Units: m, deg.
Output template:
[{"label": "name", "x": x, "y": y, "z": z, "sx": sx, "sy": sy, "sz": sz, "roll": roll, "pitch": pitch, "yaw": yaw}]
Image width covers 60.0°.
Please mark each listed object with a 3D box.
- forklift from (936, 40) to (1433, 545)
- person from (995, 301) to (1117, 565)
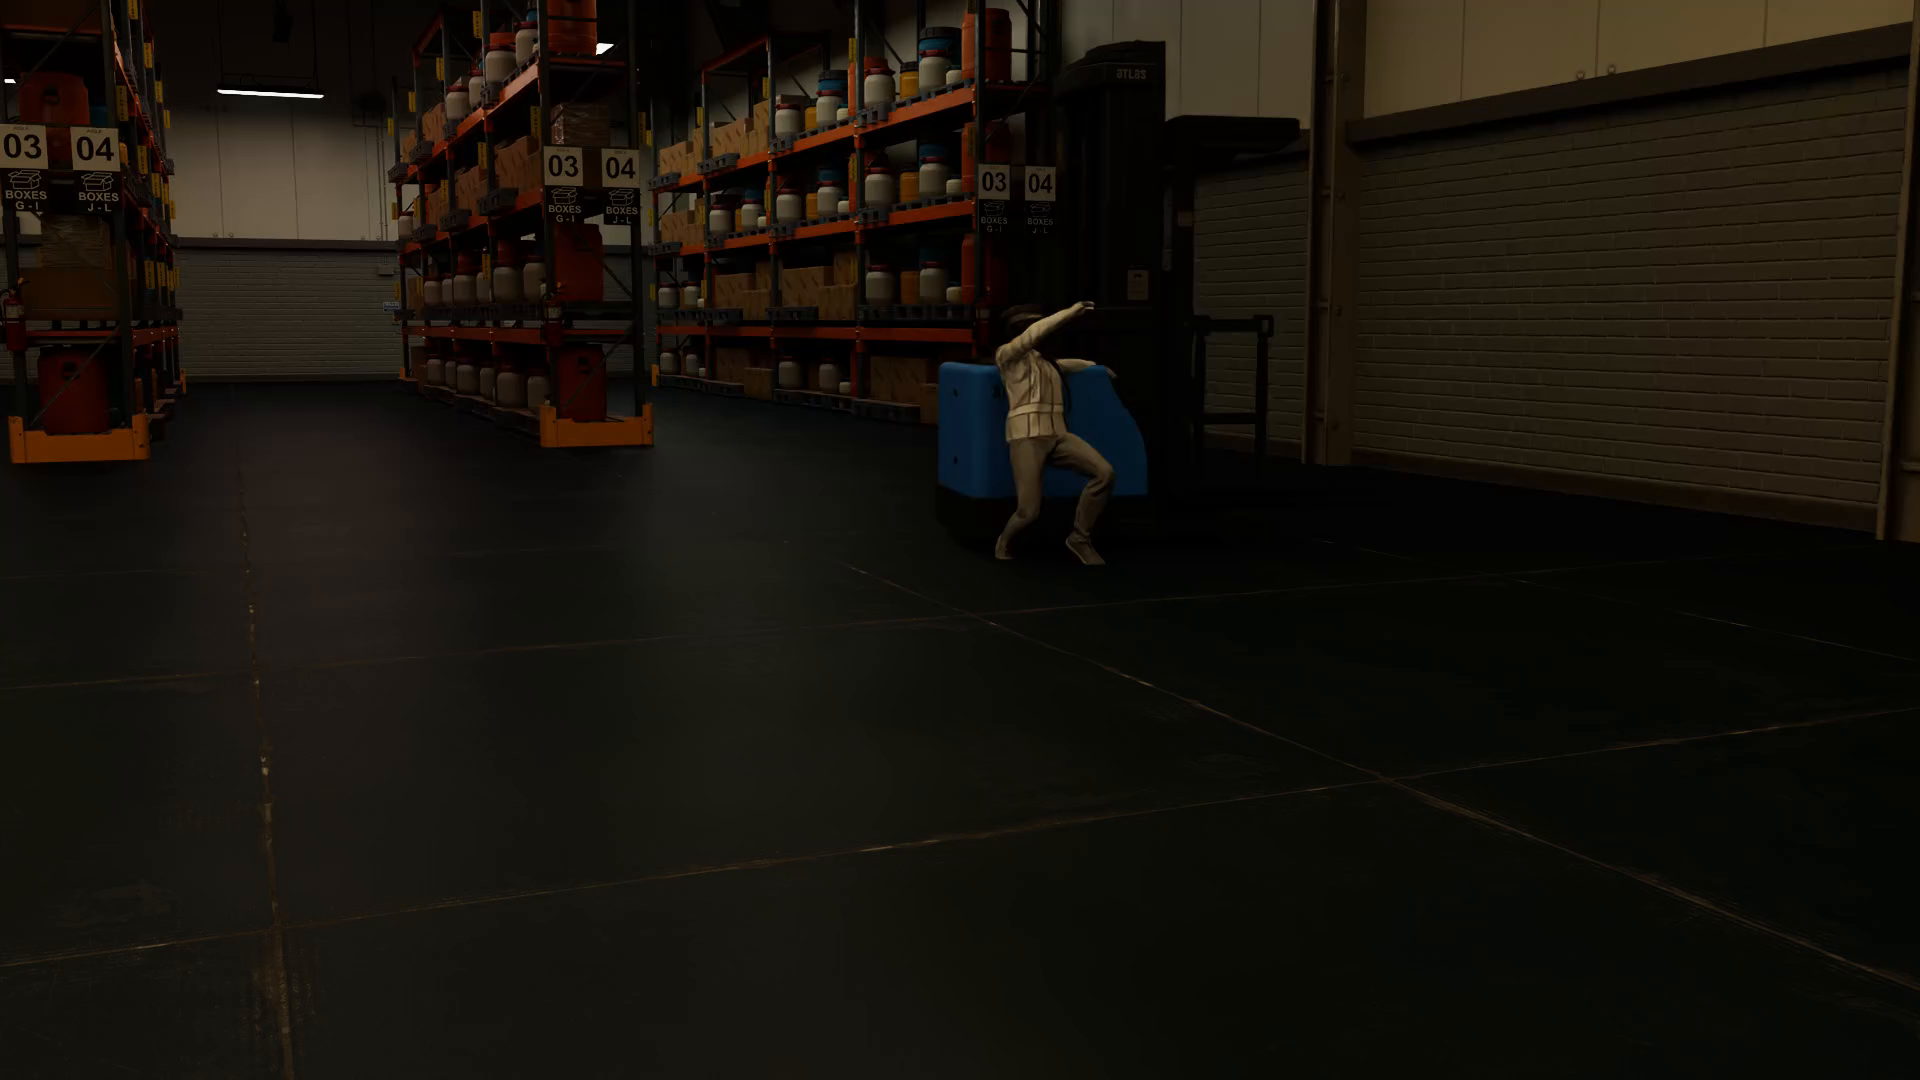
[{"label": "forklift", "x": 1.424, "y": -1.491, "z": 10.252, "sx": 3.031, "sy": 2.935, "sz": 1.130, "roll": -2, "pitch": 8, "yaw": -13}, {"label": "person", "x": 0.675, "y": -0.579, "z": 9.337, "sx": 0.997, "sy": 1.506, "sz": 0.764, "roll": -7, "pitch": 10, "yaw": -43}]
